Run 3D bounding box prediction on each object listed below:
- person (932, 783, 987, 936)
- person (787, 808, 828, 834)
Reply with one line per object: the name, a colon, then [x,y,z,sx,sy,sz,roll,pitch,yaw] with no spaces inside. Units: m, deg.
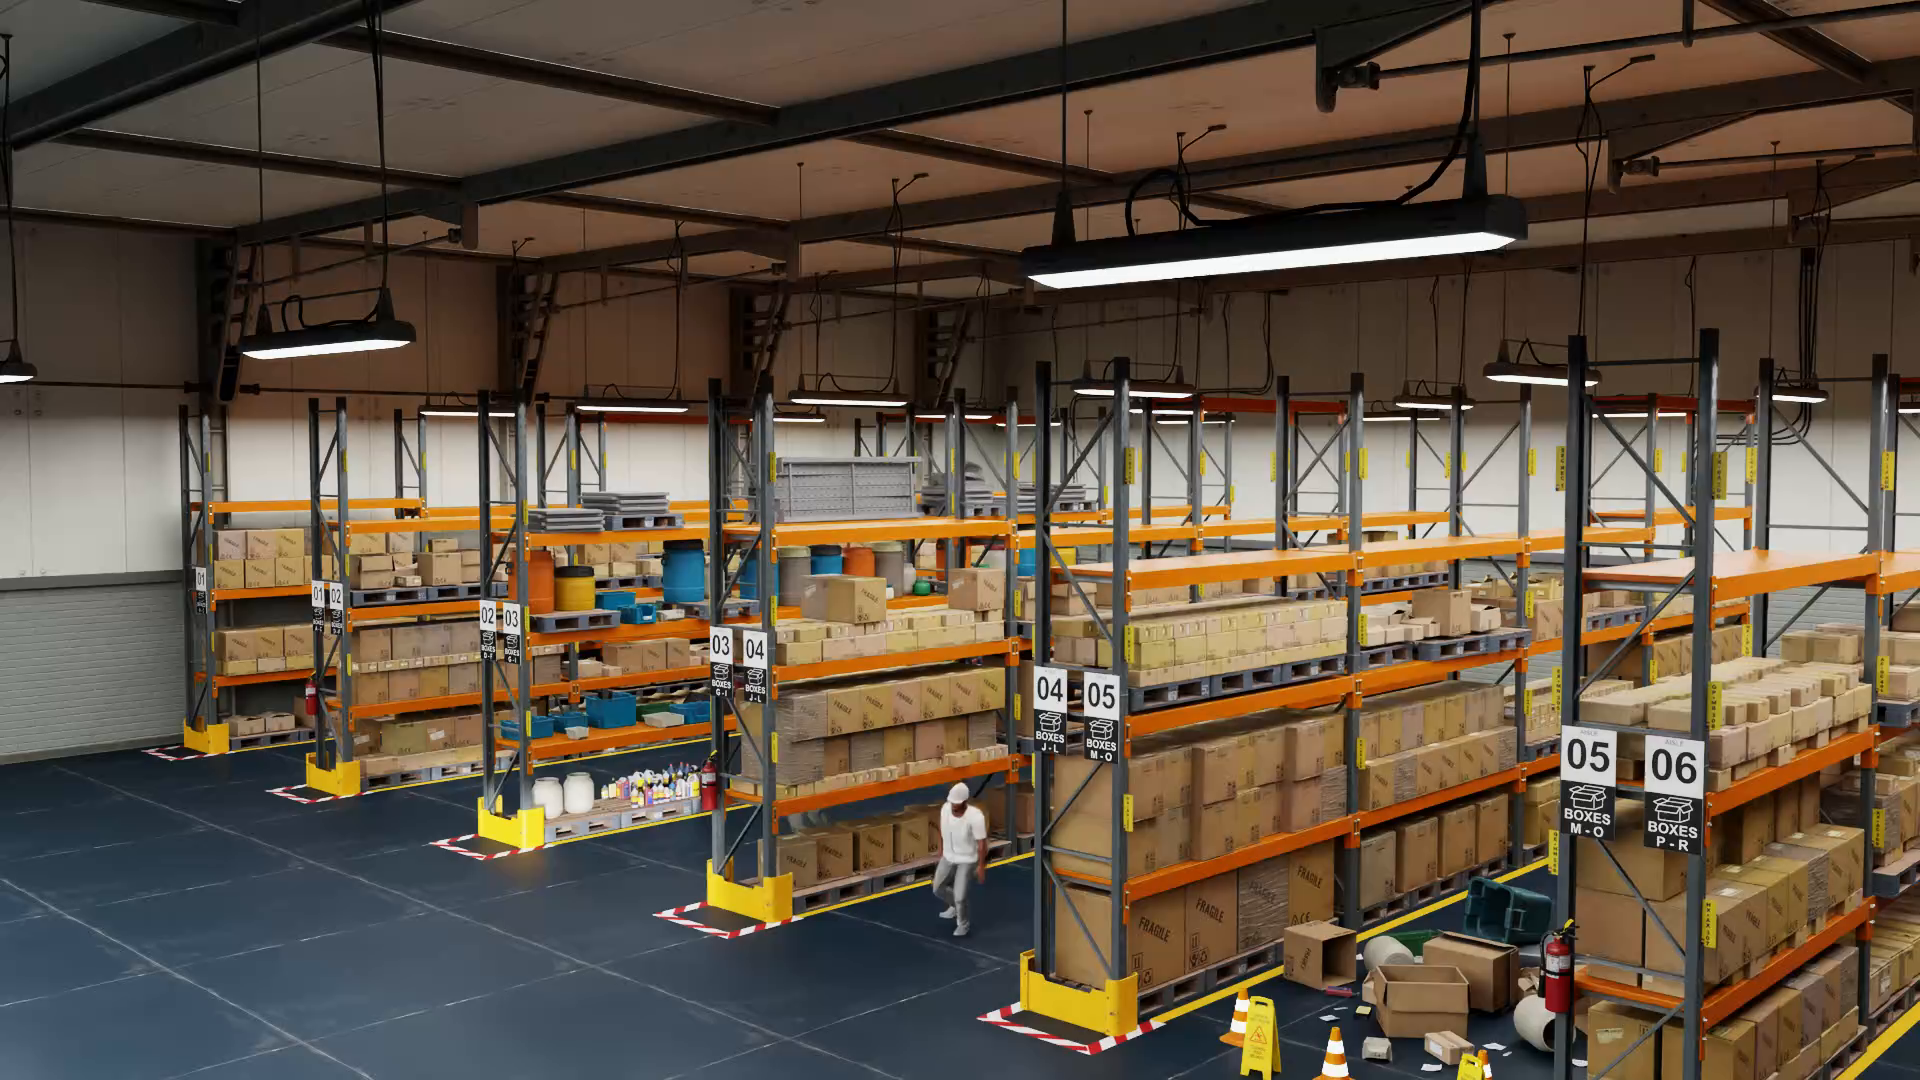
person: [0.010,3.375,17.710,0.820,1.680,0.700,2,4,36]
person: [-1.961,3.179,21.401,0.723,1.693,0.788,-1,3,-13]
